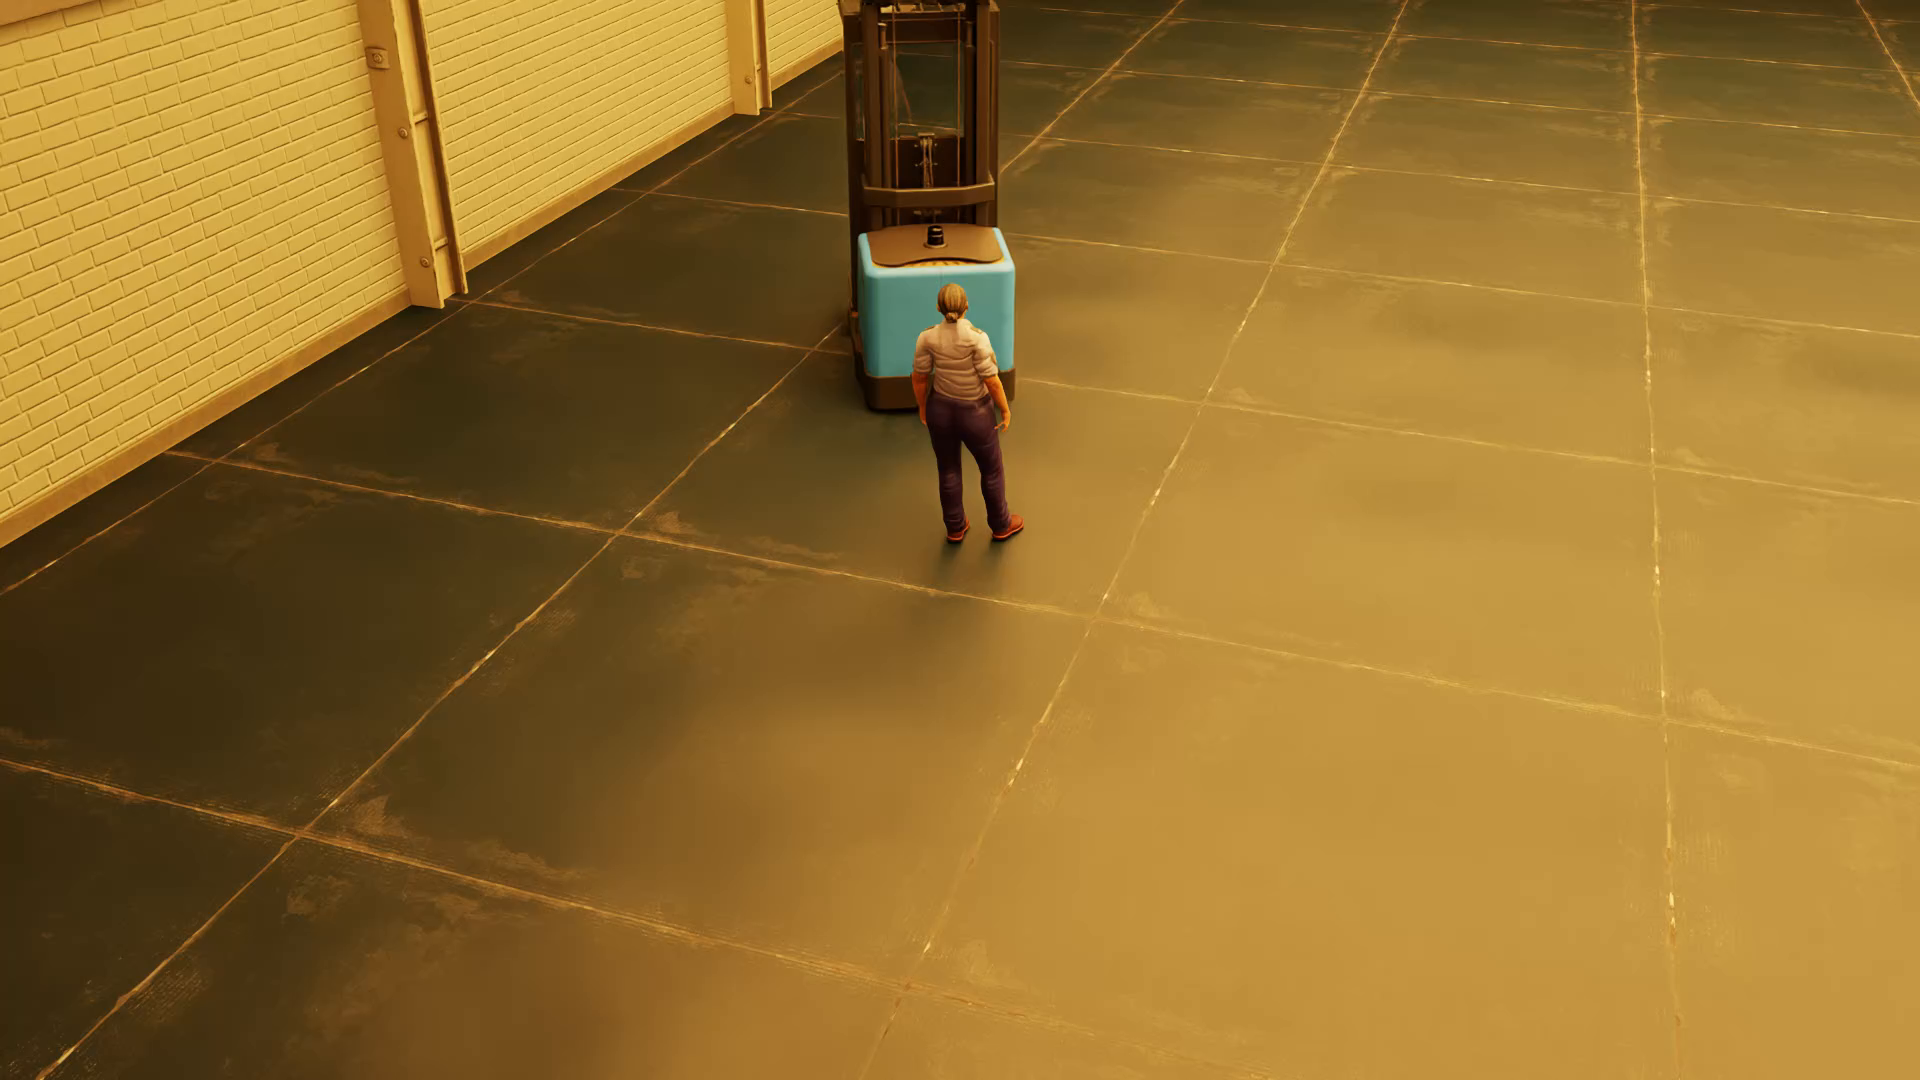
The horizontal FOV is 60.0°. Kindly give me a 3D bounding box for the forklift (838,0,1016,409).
[{"bbox_3d":[-0.296,-2.888,12.203,1.130,2.935,3.031,-3,30,-6],"label":"forklift"}]

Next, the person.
[{"bbox_3d":[0.051,-0.760,9.752,0.598,1.651,0.502,10,31,16],"label":"person"}]
